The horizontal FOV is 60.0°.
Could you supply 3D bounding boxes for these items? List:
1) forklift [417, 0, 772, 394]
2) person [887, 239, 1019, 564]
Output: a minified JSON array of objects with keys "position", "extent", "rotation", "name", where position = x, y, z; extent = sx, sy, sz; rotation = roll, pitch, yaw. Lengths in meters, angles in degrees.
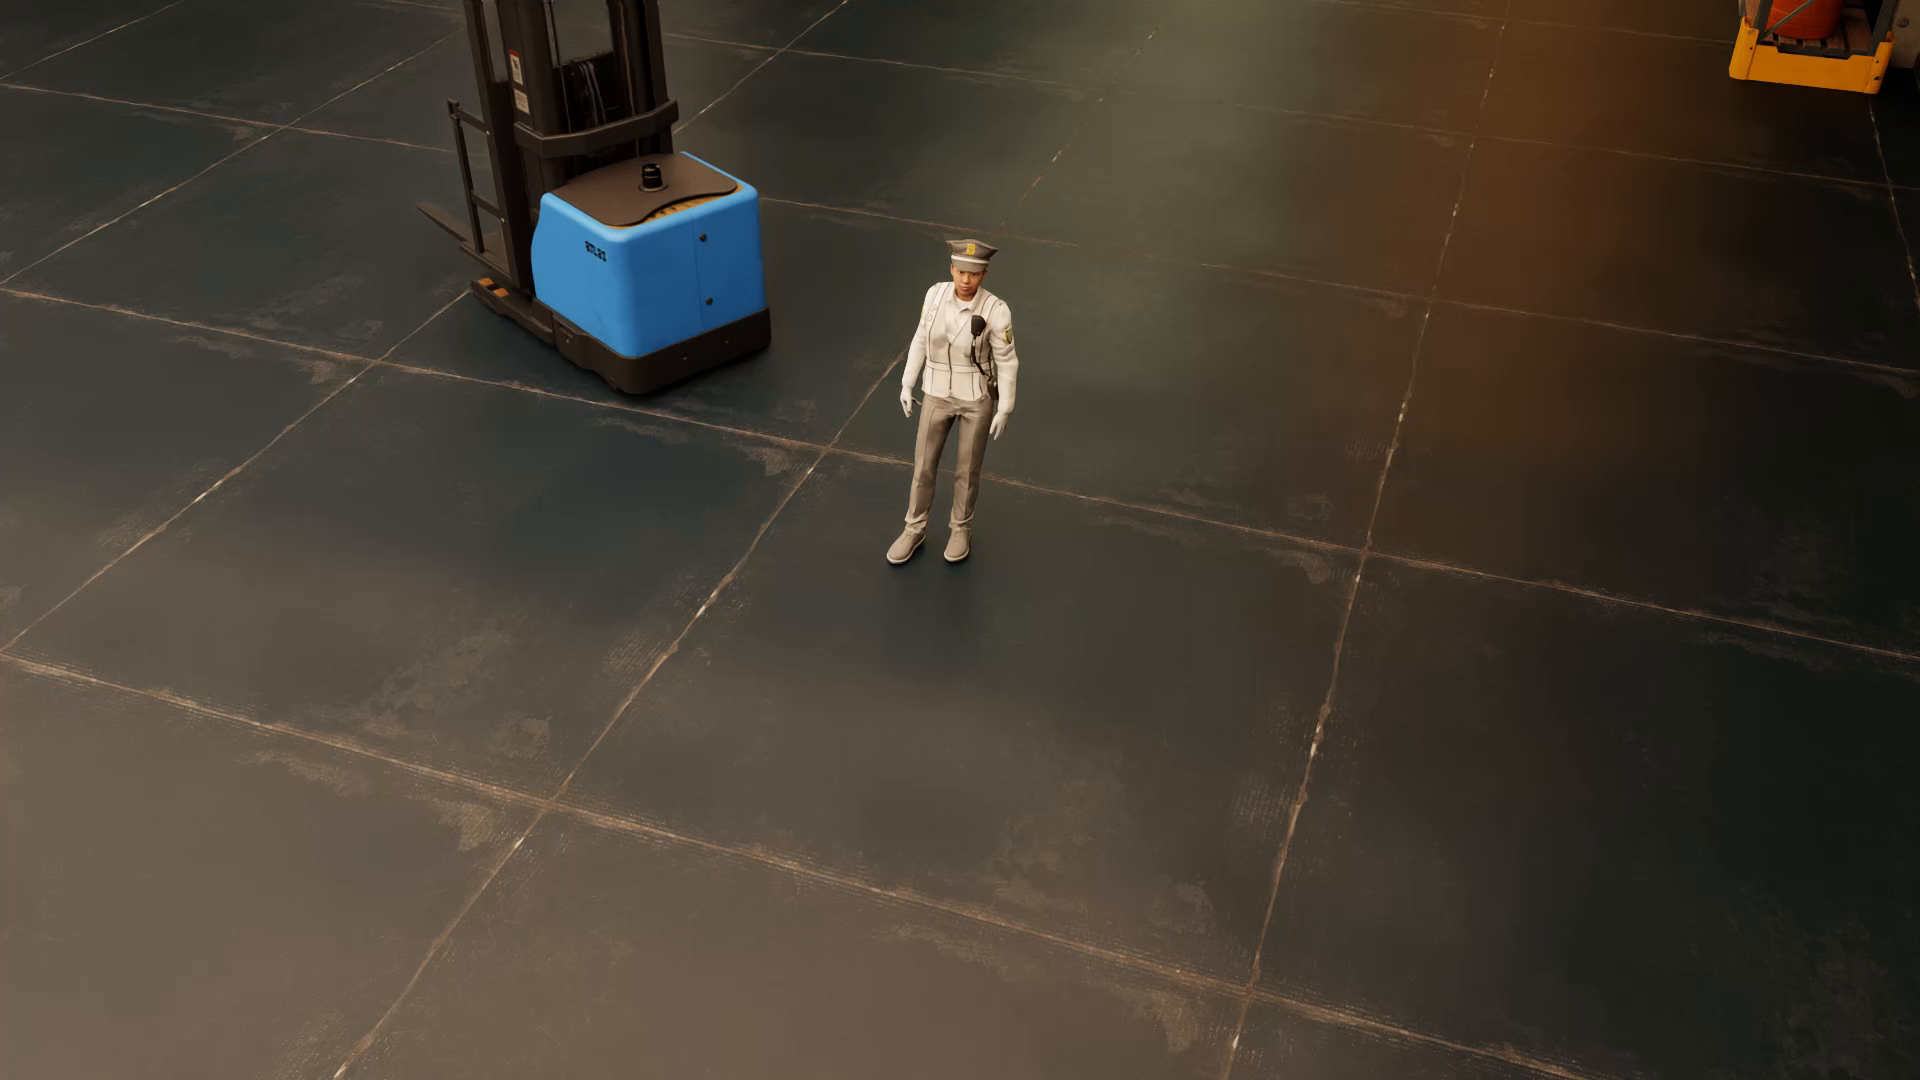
[{"position":[-2.517,-2.818,10.086],"extent":[1.130,2.935,3.031],"rotation":[-27,44,-33],"name":"forklift"},{"position":[-0.030,-0.661,8.100],"extent":[0.586,1.694,0.530],"rotation":[12,37,16],"name":"person"}]
